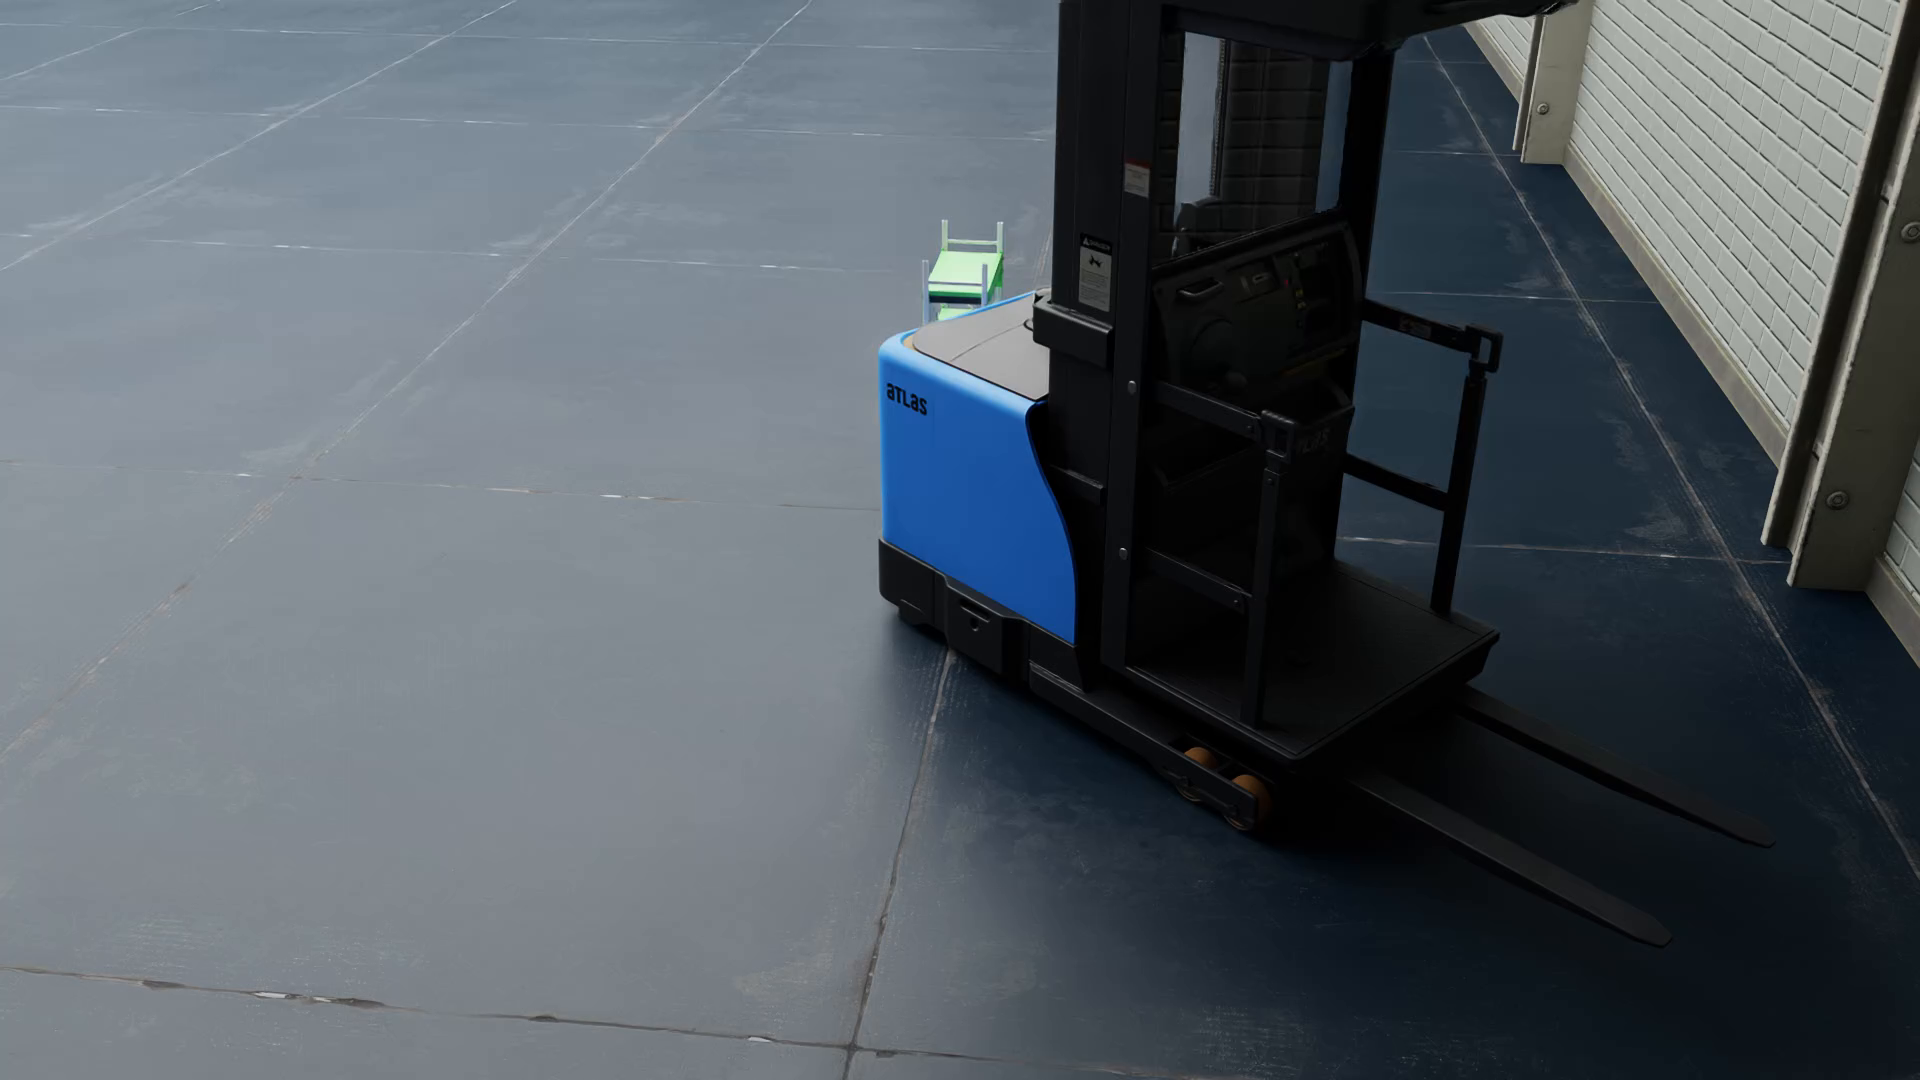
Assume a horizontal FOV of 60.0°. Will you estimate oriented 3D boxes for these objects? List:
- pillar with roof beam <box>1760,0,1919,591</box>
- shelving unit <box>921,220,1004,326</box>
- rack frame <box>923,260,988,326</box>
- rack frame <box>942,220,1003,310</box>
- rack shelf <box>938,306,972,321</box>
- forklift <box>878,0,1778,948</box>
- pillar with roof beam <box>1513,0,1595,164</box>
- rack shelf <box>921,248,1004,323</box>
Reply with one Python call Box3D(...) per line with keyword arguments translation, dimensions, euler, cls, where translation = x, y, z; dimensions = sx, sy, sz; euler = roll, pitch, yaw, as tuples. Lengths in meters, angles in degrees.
Box3D(translation=(-0.891, -4.115, 4.901), dimensions=(9.100, 9.000, 0.400), euler=(3, 28, 6), cls="pillar with roof beam")
Box3D(translation=(0.016, -0.609, 6.616), dimensions=(0.258, 1.200, 0.503), euler=(4, 29, 7), cls="shelving unit")
Box3D(translation=(-0.017, -0.495, 6.403), dimensions=(0.240, 1.200, 0.015), euler=(4, 29, 7), cls="rack frame")
Box3D(translation=(0.049, -0.724, 6.829), dimensions=(0.240, 1.200, 0.015), euler=(4, 29, 7), cls="rack frame")
Box3D(translation=(0.016, -0.764, 6.532), dimensions=(0.258, 0.148, 0.480), euler=(4, 29, 7), cls="rack shelf")
Box3D(translation=(1.058, -0.676, 4.914), dimensions=(1.130, 2.935, 3.031), euler=(-23, 36, -36), cls="forklift")
Box3D(translation=(-0.156, -6.940, 10.143), dimensions=(9.100, 9.000, 0.400), euler=(3, 28, 6), cls="pillar with roof beam")
Box3D(translation=(0.016, -0.976, 6.419), dimensions=(0.258, 0.148, 0.480), euler=(4, 29, 7), cls="rack shelf")
